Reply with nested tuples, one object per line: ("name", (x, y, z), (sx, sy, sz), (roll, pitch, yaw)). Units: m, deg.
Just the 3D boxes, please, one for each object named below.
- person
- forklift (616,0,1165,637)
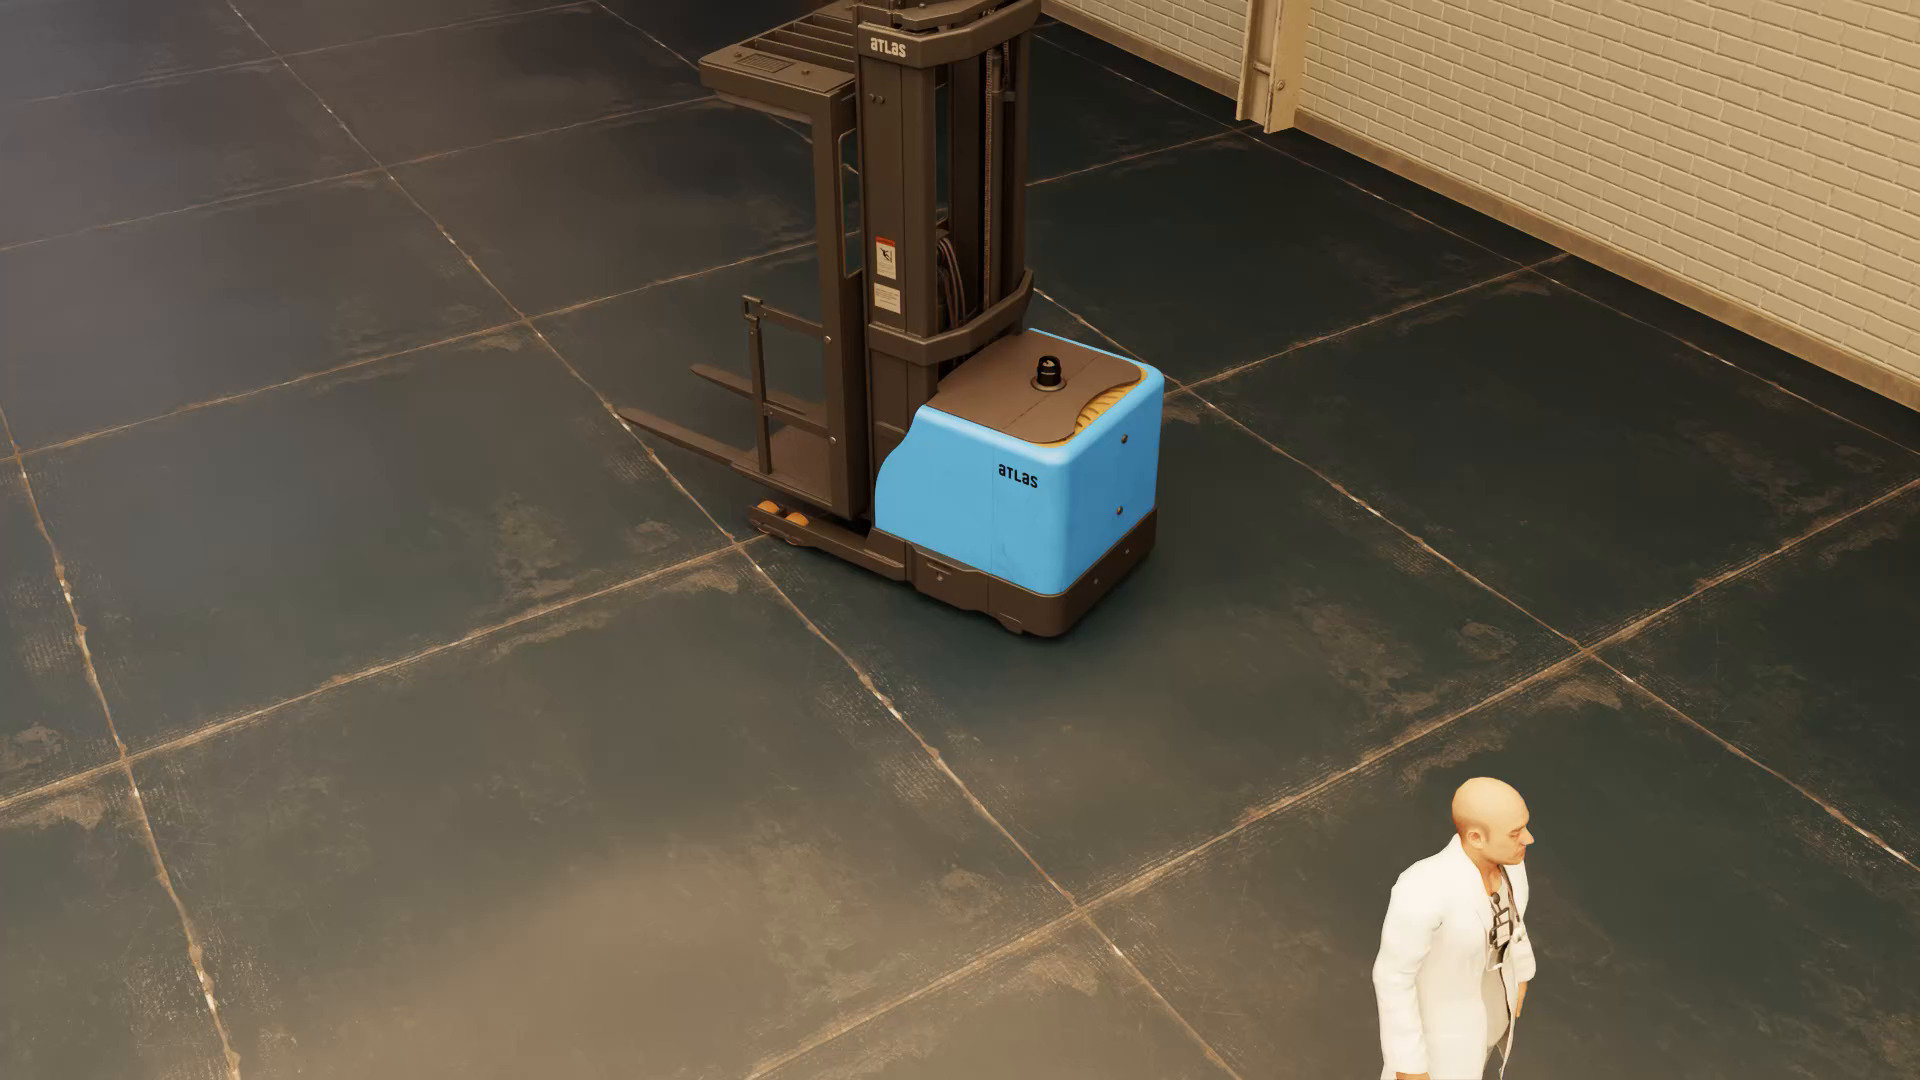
("person", (1.565, 1.496, 5.010), (0.698, 1.778, 0.578), (-28, 43, -33))
("forklift", (-0.500, -1.399, 8.138), (3.031, 2.935, 1.130), (22, 41, 28))
